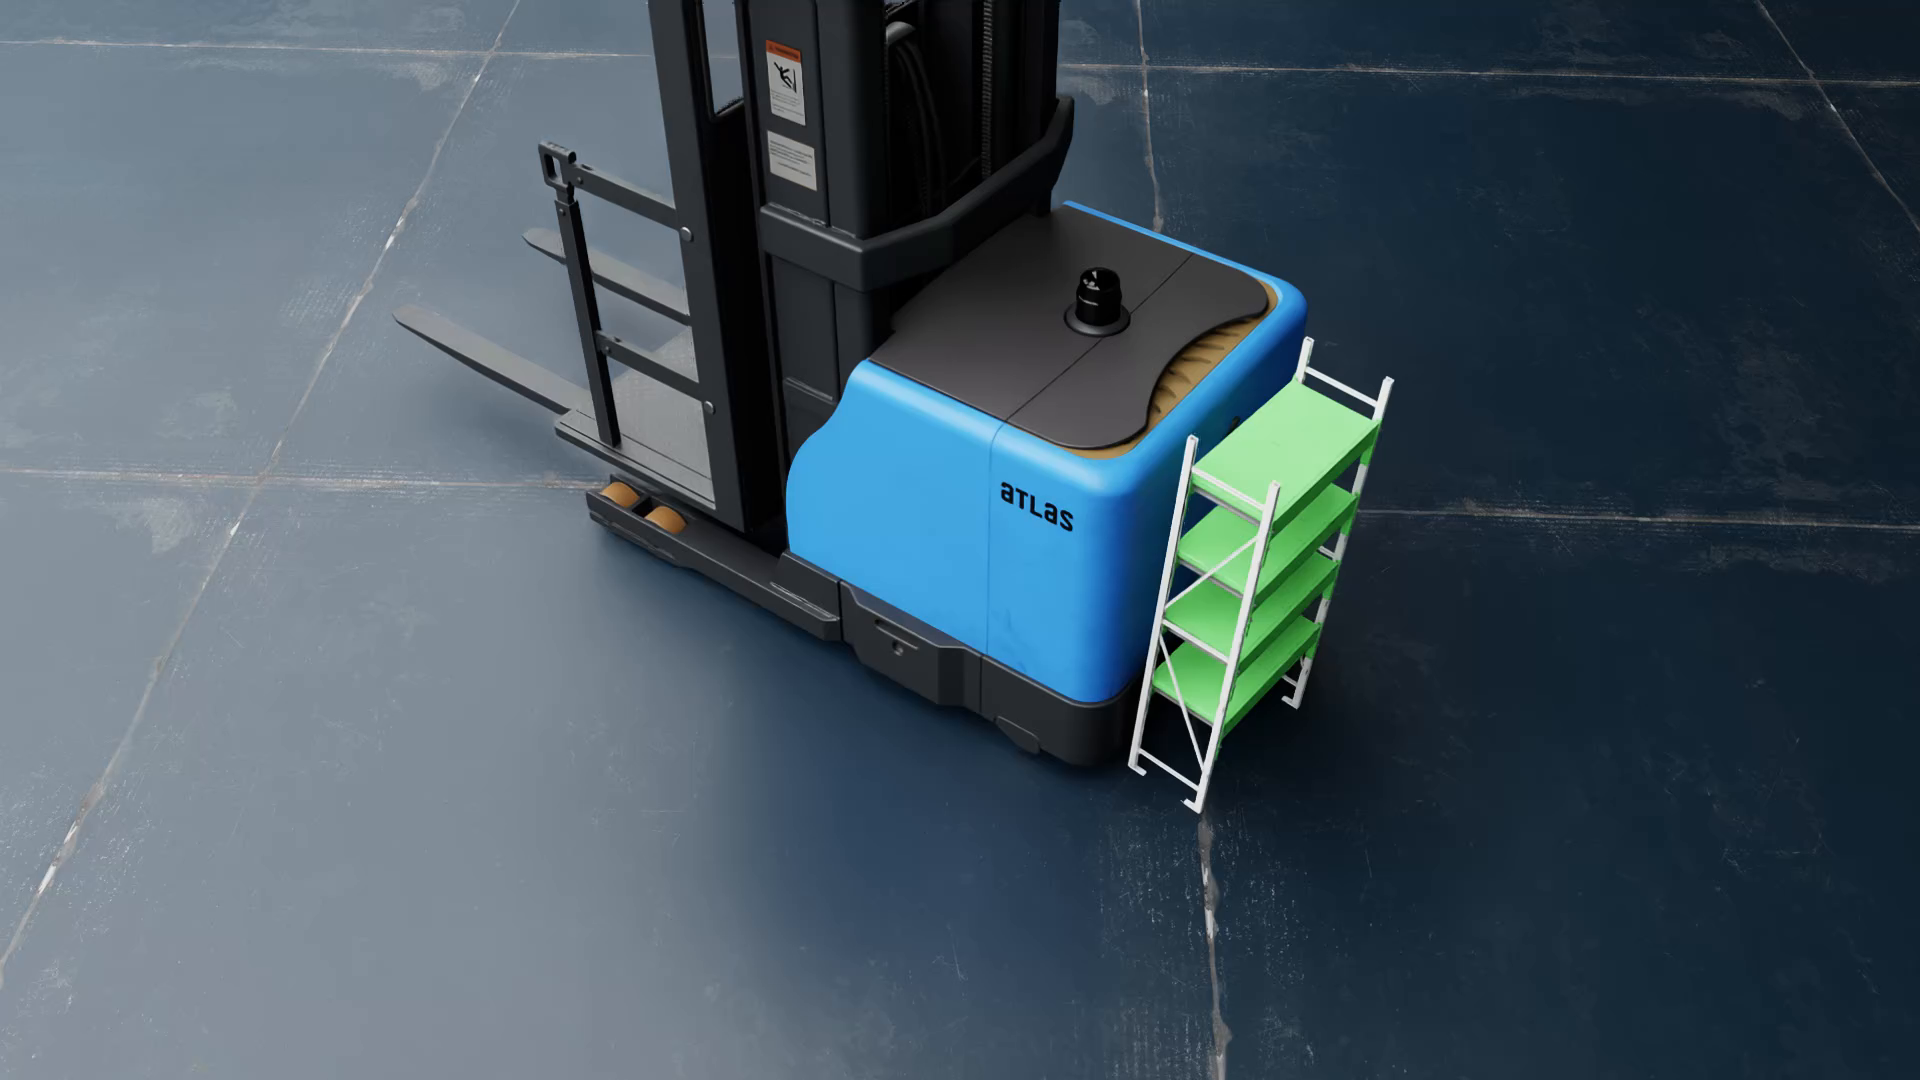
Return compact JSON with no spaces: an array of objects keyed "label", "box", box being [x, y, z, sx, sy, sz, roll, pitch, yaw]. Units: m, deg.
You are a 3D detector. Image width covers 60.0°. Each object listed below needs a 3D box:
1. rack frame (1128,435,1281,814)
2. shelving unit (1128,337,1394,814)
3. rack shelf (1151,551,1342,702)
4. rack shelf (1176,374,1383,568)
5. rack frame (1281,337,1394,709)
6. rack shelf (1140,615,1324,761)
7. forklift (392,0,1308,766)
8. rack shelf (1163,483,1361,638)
[{"label":"rack frame","box":[0.580,0.250,4.092,0.240,1.200,0.015,32,52,26]},{"label":"shelving unit","box":[0.738,0.123,4.228,0.258,1.200,0.503,32,52,26]},{"label":"rack shelf","box":[0.736,0.168,4.273,0.258,0.148,0.480,32,52,26]},{"label":"rack shelf","box":[0.755,-0.171,3.934,0.258,0.148,0.480,32,52,26]},{"label":"rack frame","box":[0.897,-0.004,4.363,0.240,1.200,0.015,32,52,26]},{"label":"rack shelf","box":[0.726,0.338,4.442,0.258,0.148,0.480,32,52,26]},{"label":"forklift","box":[-0.554,-1.276,4.469,3.031,2.935,1.130,26,49,25]},{"label":"rack shelf","box":[0.746,-0.001,4.103,0.258,0.148,0.480,32,52,26]}]
